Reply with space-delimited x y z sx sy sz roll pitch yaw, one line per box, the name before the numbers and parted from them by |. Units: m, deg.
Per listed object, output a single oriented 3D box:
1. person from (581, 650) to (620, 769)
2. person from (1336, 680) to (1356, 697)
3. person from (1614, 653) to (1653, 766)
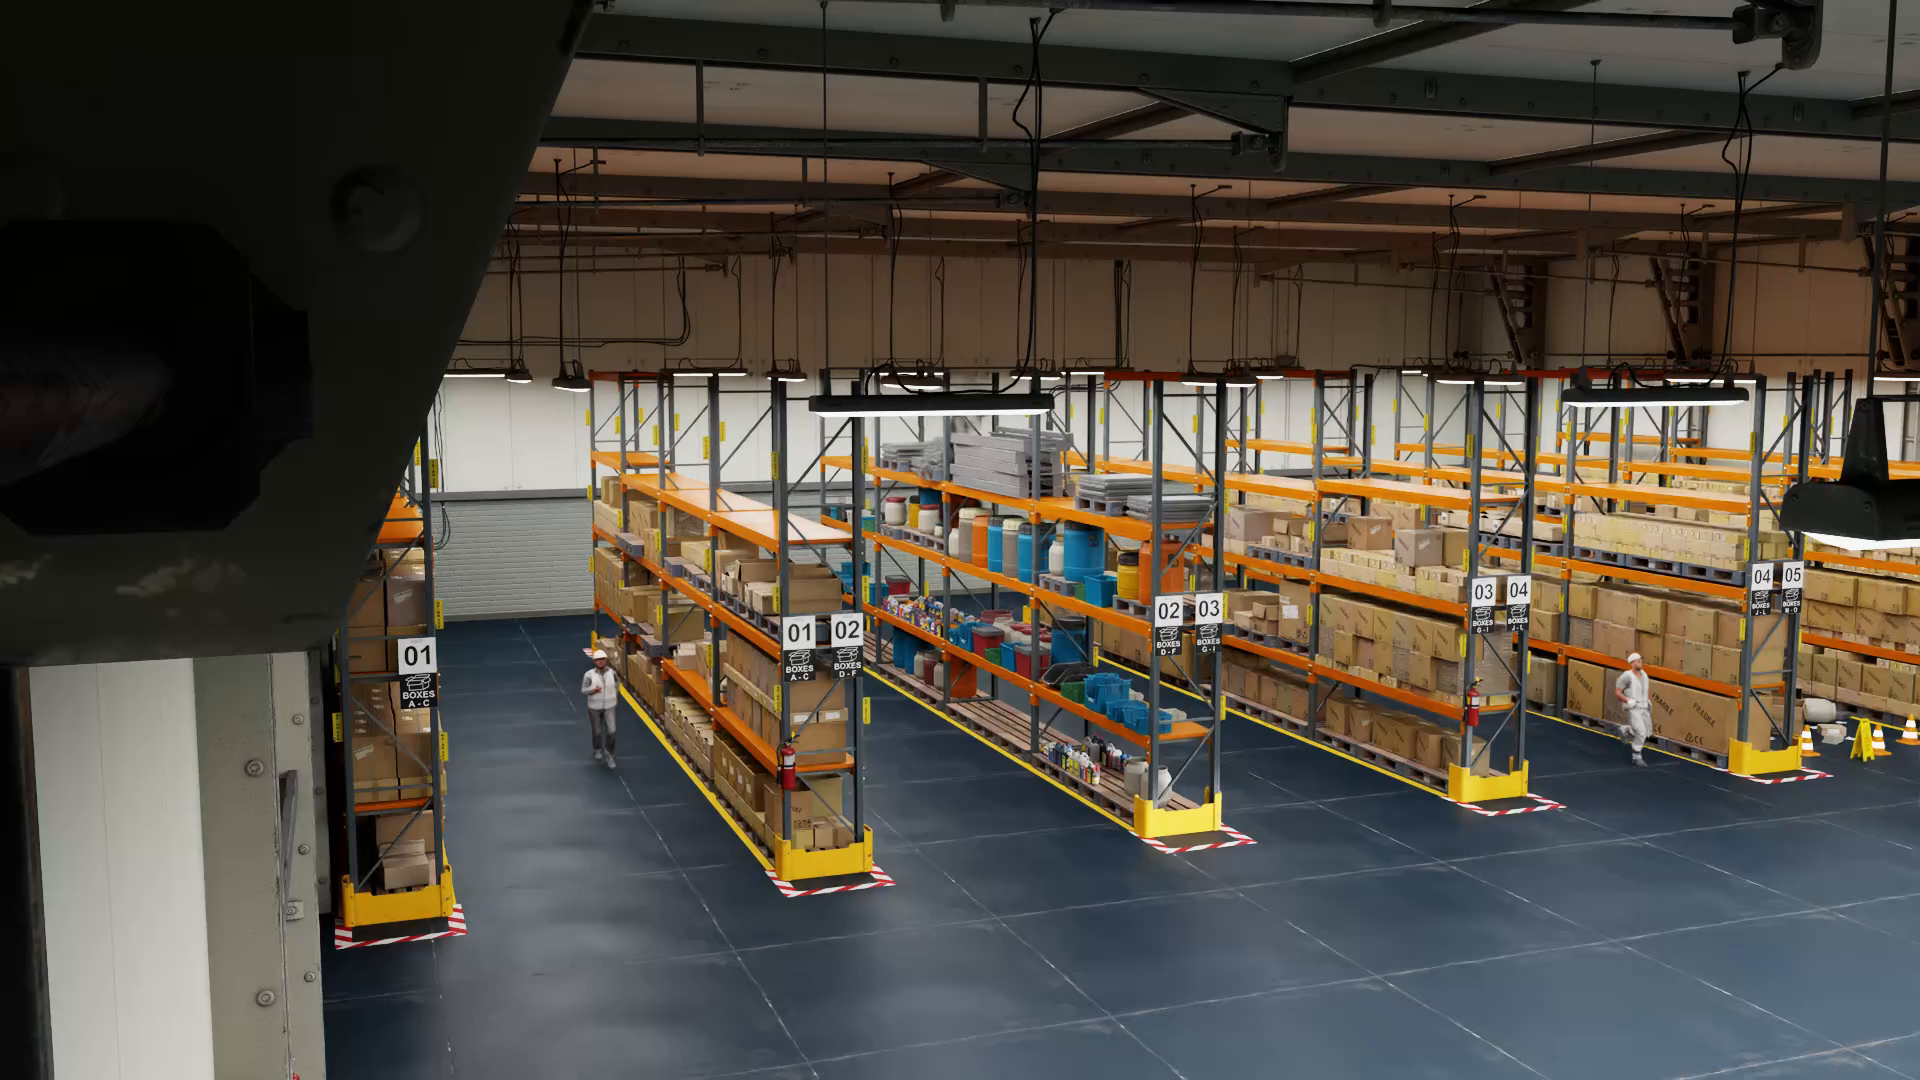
person | -5.506 2.599 25.591 0.639 1.825 0.734 -2 7 -20
person | 7.207 2.173 30.436 0.549 1.585 0.705 -4 7 -32
person | 10.445 2.604 25.831 0.676 1.724 0.675 -3 7 -28
